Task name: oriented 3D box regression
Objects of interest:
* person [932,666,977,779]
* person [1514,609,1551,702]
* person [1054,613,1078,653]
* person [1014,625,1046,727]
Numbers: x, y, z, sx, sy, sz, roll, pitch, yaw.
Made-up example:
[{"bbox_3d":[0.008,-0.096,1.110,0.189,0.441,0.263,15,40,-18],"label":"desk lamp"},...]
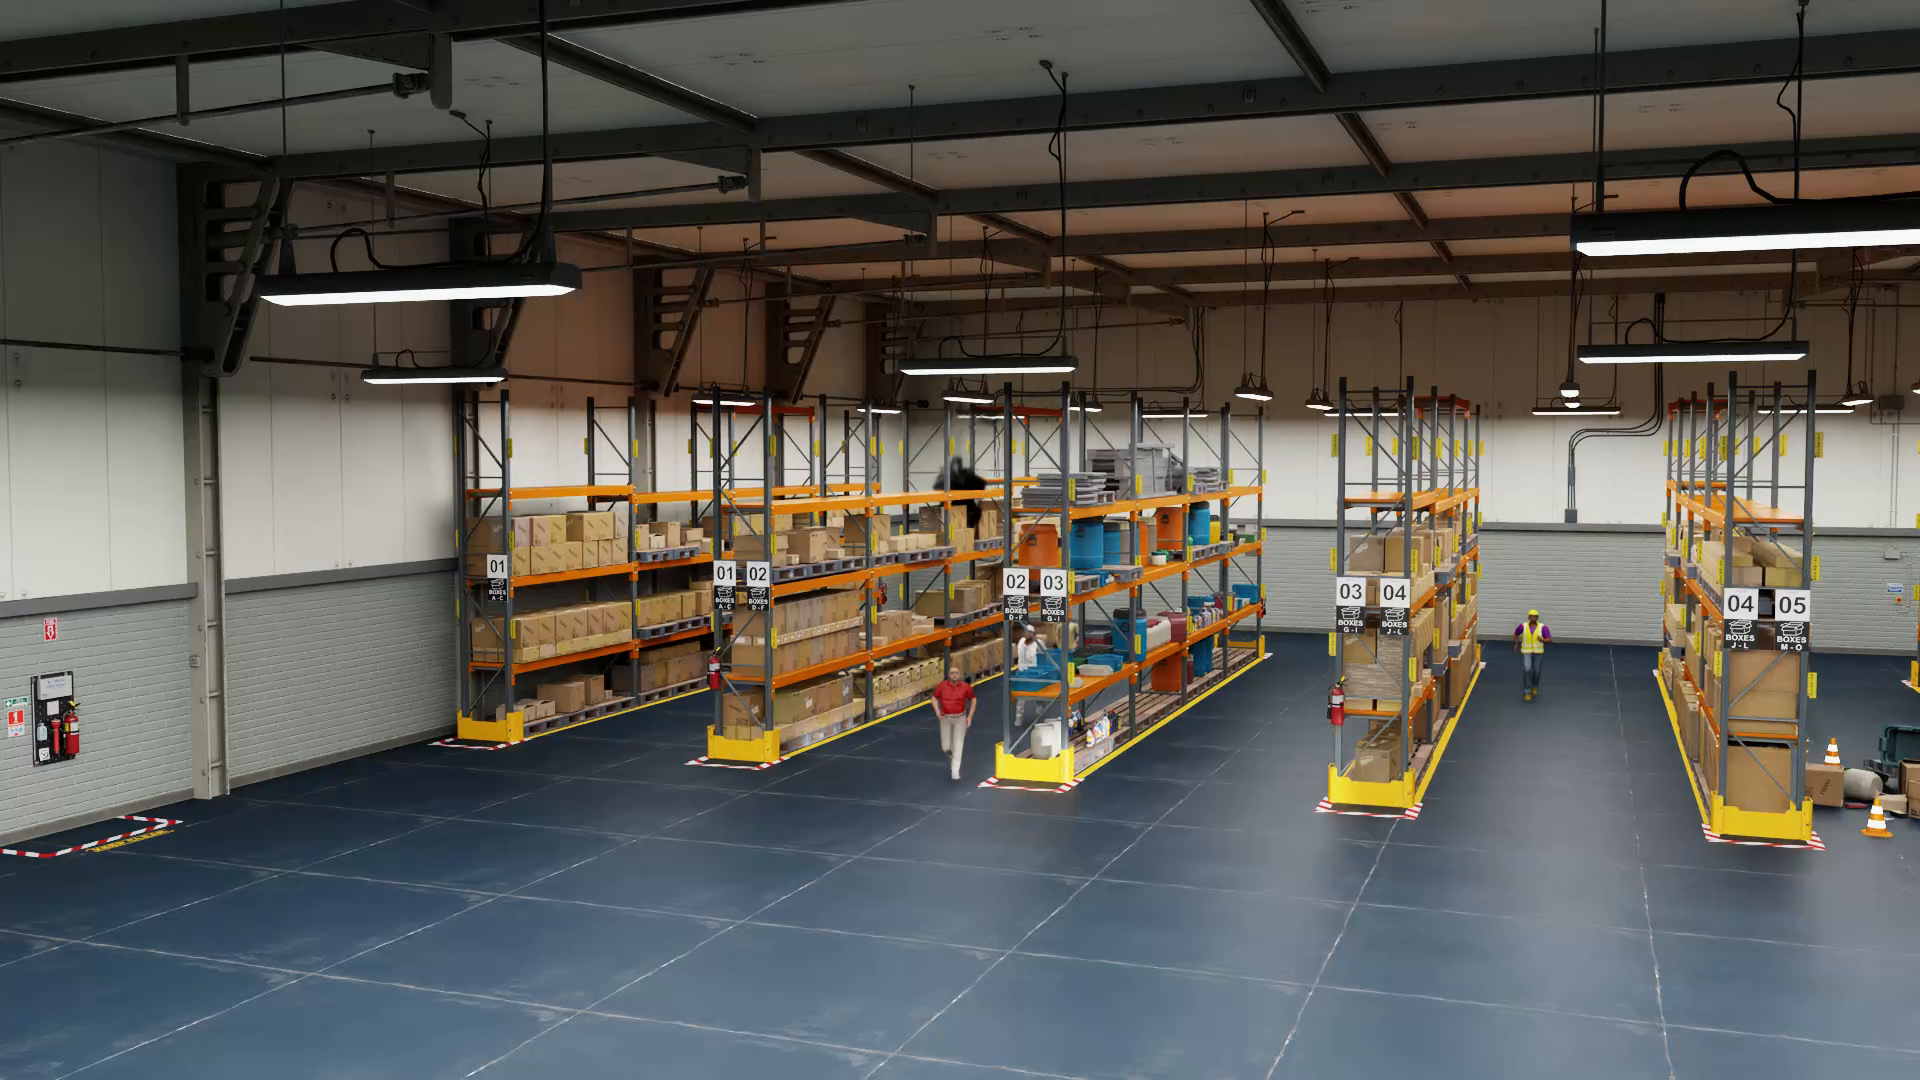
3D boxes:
[{"bbox_3d":[-0.093,2.773,25.446,0.697,1.709,0.585,0,3,8],"label":"person"},{"bbox_3d":[11.406,2.277,33.137,0.686,1.804,0.884,1,3,15],"label":"person"},{"bbox_3d":[2.226,2.273,34.763,0.557,1.621,0.563,1,3,9],"label":"person"},{"bbox_3d":[1.317,2.451,30.324,0.644,1.822,1.075,1,3,21],"label":"person"}]
